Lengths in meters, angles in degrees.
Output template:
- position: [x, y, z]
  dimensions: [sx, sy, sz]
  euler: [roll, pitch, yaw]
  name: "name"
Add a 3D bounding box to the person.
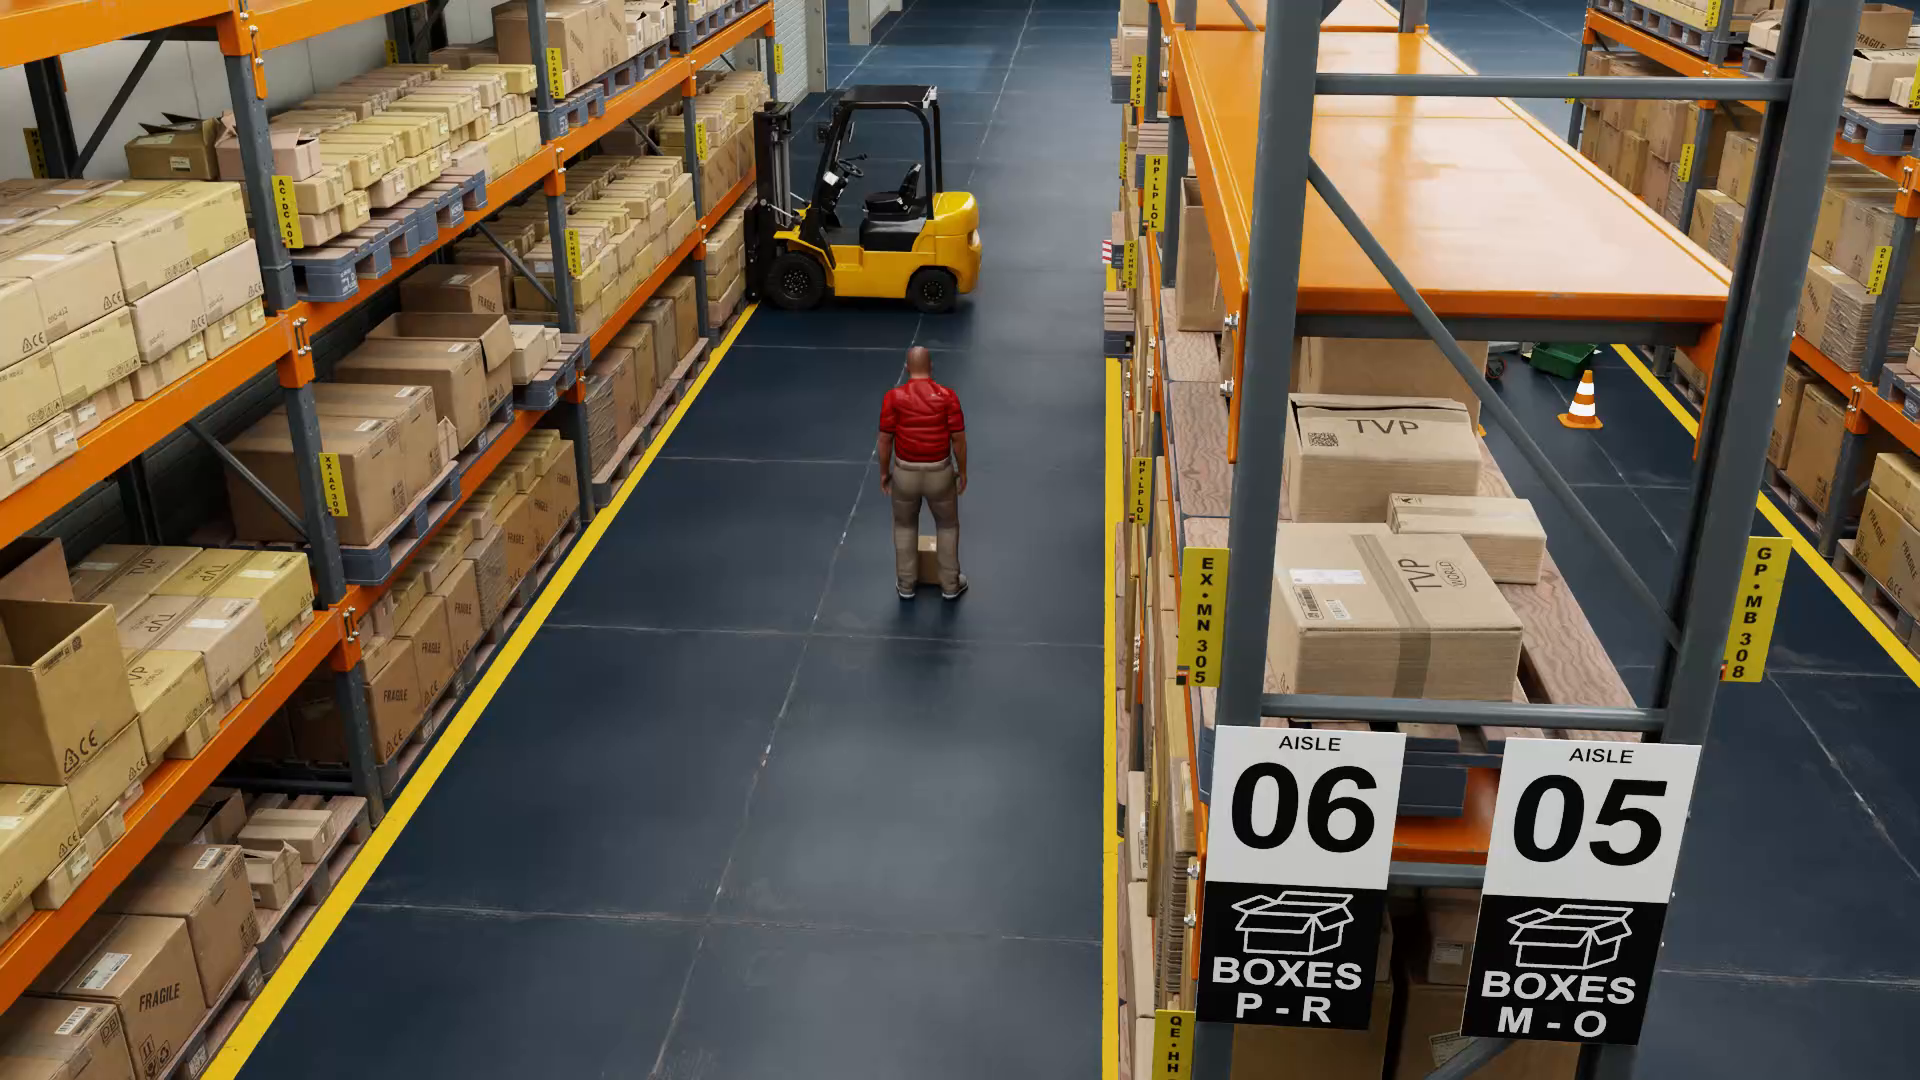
- position: [-0.240, -0.431, 10.978]
  dimensions: [0.590, 1.725, 0.392]
  euler: [1, 24, 2]
  name: "person"
